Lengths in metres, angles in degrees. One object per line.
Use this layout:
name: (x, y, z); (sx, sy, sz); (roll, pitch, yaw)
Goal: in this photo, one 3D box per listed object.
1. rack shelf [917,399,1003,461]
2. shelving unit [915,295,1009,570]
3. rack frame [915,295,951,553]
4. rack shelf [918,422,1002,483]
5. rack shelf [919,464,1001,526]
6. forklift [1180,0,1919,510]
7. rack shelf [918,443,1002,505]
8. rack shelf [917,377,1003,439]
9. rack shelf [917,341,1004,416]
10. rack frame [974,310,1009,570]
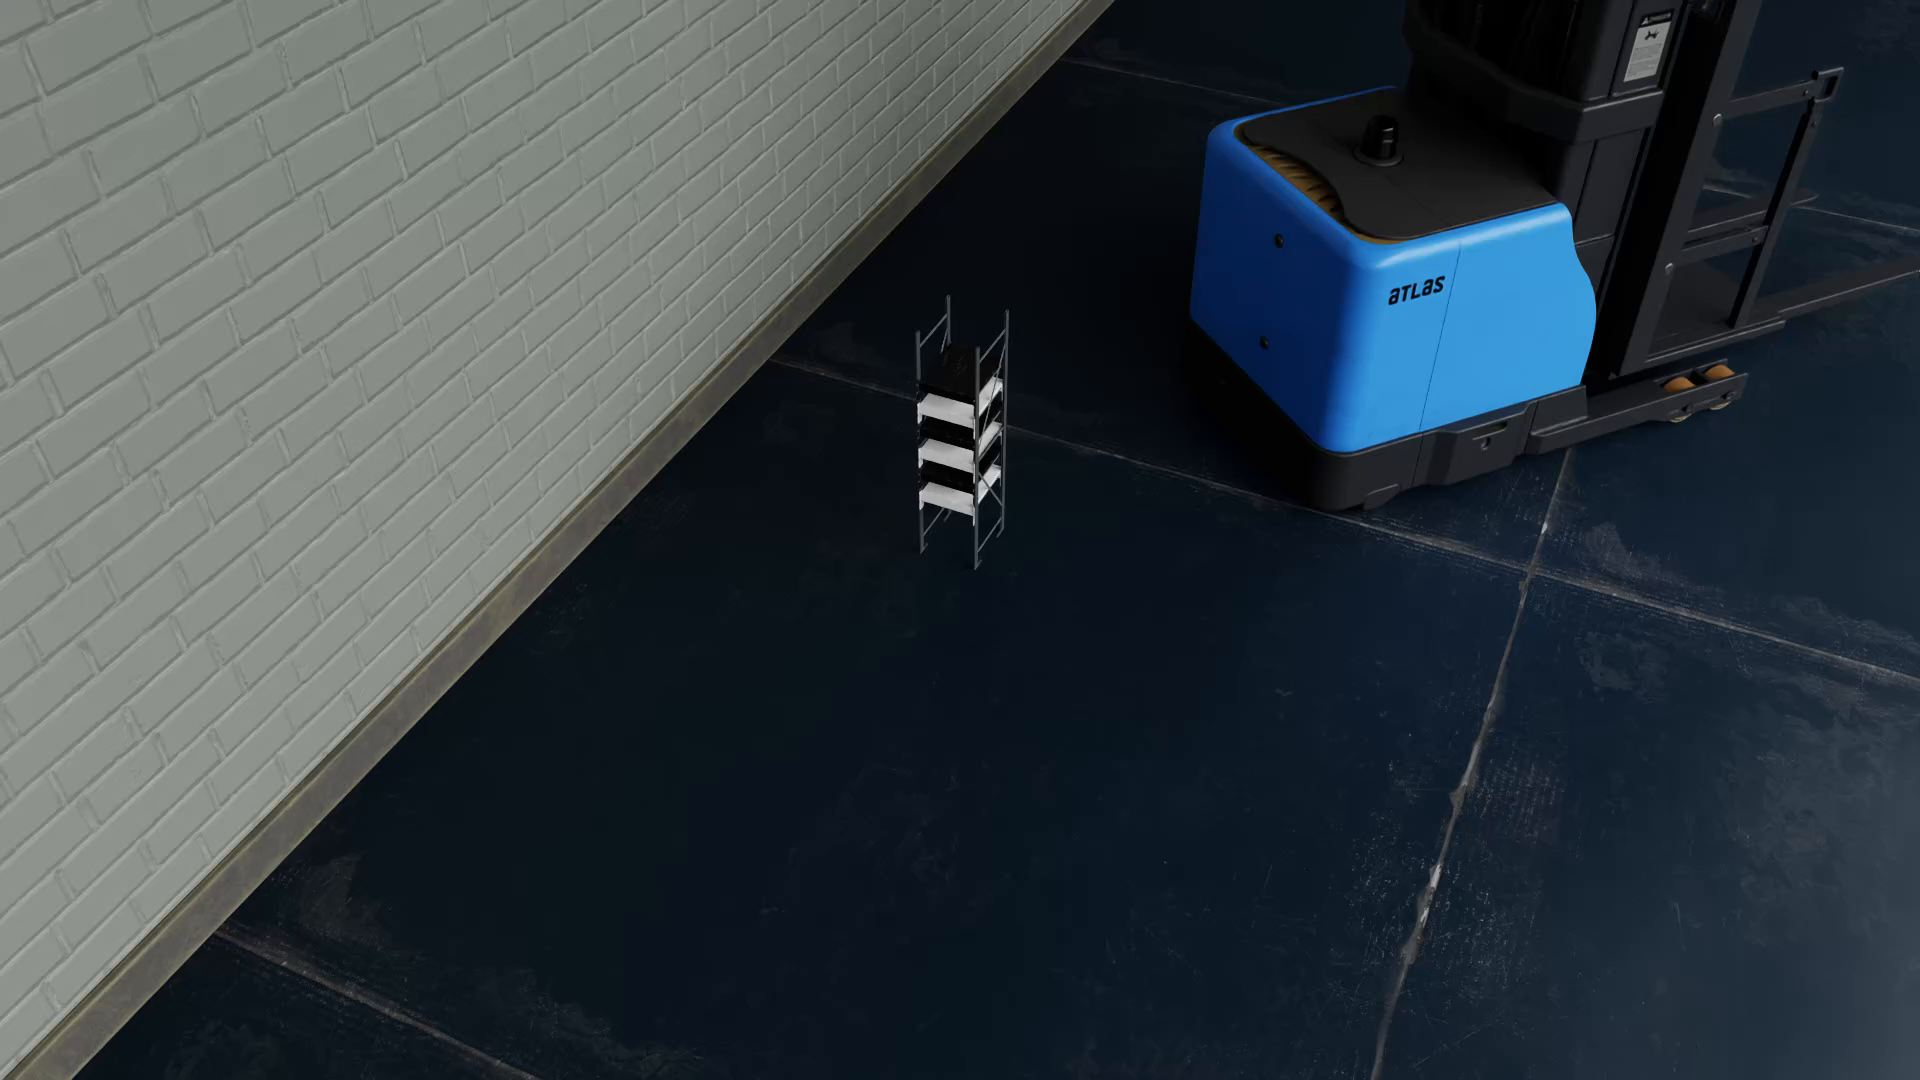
rack shelf: (0.007, -0.381, 5.416); (0.200, 0.077, 0.258); (17, 44, 19)
shelving unit: (0.007, -0.338, 5.453); (0.210, 0.900, 0.258); (17, 44, 19)
rack frame: (-0.085, -0.366, 5.485); (0.006, 0.900, 0.240); (17, 44, 19)
rack shelf: (0.007, -0.313, 5.474); (0.200, 0.077, 0.258); (17, 44, 19)
rack shelf: (0.007, -0.177, 5.592); (0.200, 0.077, 0.258); (17, 44, 19)
forklift: (2.410, -1.851, 5.647); (3.031, 2.935, 1.130); (-16, 43, -18)
rack shelf: (0.007, -0.245, 5.533); (0.200, 0.077, 0.258); (17, 44, 19)
rack shelf: (0.007, -0.449, 5.357); (0.200, 0.077, 0.258); (17, 44, 19)
rack shelf: (0.007, -0.517, 5.298); (0.200, 0.077, 0.258); (17, 44, 19)
rack frame: (0.099, -0.310, 5.420); (0.006, 0.900, 0.240); (17, 44, 19)
